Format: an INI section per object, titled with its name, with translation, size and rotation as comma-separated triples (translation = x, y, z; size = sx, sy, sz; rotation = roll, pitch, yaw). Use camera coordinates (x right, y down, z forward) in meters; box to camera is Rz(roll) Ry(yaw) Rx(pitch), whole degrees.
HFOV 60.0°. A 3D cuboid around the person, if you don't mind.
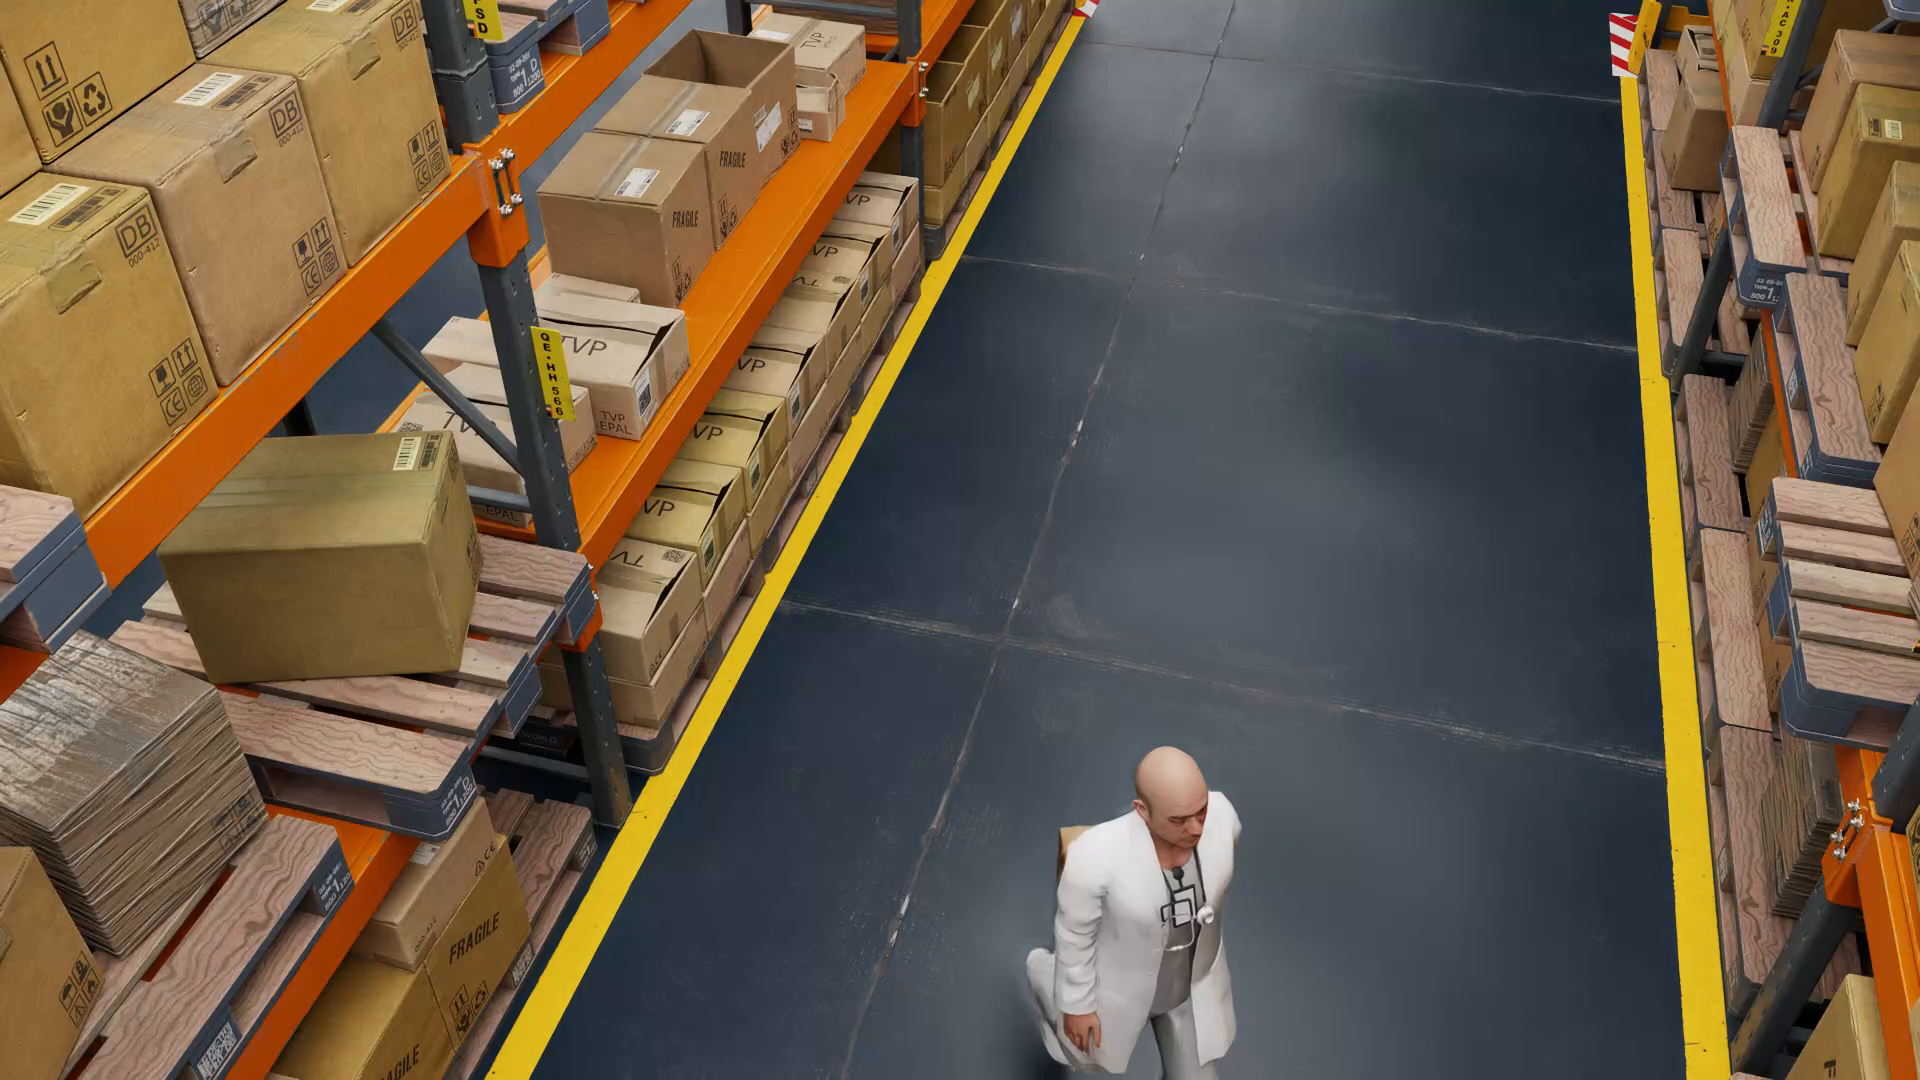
[person]
translation = 0.507, 1.187, 4.769
size = 0.572, 1.745, 1.001
rotation = -13, 42, -15
